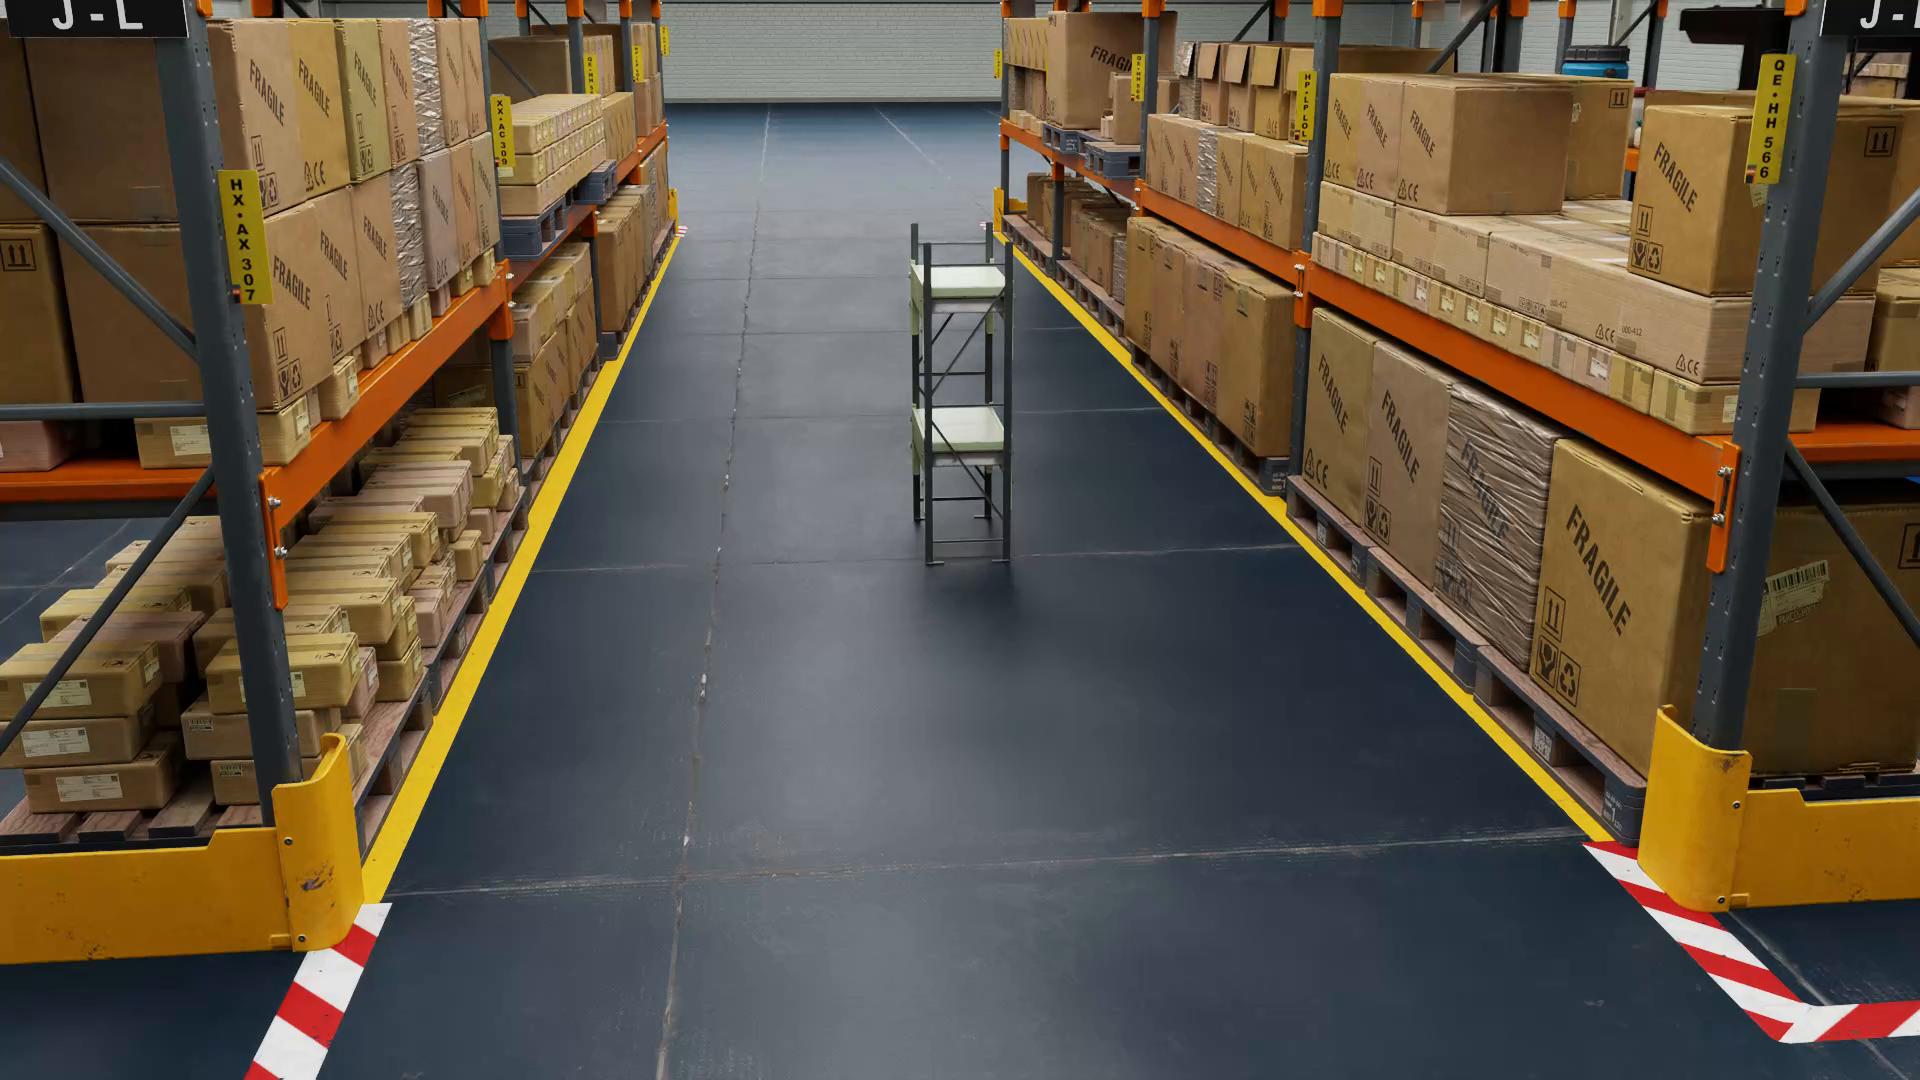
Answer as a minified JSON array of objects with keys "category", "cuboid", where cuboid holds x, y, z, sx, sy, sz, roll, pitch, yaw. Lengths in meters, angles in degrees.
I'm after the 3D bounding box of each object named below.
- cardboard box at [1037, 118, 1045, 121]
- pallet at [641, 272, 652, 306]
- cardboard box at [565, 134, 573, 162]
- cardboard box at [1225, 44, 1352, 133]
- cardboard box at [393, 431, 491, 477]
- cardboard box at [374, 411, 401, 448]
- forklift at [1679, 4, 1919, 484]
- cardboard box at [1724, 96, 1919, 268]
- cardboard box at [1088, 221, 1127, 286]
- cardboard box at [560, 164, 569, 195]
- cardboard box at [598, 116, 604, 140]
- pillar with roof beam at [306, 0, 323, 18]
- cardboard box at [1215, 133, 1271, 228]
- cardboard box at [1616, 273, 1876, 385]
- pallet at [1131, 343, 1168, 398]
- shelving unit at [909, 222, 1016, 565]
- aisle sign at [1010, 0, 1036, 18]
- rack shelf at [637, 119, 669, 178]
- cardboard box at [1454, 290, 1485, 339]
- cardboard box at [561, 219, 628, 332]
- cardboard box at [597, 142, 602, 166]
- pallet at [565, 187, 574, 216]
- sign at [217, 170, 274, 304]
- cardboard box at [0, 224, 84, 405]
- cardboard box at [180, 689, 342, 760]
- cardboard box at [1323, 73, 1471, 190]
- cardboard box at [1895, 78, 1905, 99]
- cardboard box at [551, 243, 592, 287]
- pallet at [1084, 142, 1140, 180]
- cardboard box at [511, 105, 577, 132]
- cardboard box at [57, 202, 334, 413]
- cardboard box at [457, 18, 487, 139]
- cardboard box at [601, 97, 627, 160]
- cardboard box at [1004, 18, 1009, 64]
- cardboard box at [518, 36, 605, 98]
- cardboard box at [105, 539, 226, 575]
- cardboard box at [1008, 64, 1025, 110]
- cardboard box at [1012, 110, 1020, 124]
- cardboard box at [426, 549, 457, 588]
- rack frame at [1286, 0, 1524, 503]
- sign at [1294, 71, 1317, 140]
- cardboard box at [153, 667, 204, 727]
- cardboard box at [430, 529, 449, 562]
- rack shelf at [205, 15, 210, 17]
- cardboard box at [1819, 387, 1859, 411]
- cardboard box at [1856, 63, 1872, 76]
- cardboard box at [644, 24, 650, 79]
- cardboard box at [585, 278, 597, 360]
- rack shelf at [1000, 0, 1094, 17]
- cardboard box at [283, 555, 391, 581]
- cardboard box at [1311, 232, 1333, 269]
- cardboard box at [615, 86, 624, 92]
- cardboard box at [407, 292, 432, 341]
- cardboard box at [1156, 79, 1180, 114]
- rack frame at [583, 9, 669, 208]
[{"category":"cardboard box","cuboid":[1.012,-4.320,17.350,0.380,0.149,0.250,-2,18,-6]},{"category":"pallet","cuboid":[-3.383,-2.330,15.247,1.003,0.211,1.213,-2,18,-6]},{"category":"cardboard box","cuboid":[-2.436,-2.249,9.556,0.380,0.149,0.250,-2,18,-7]},{"category":"cardboard box","cuboid":[2.018,-2.734,10.035,0.797,0.503,0.637,-1,17,-4]},{"category":"cardboard box","cuboid":[-2.318,-0.382,7.451,0.380,0.149,0.250,-2,18,-6]},{"category":"cardboard box","cuboid":[-2.883,-0.520,7.890,0.380,0.149,0.250,-1,17,-3]},{"category":"forklift","cuboid":[4.488,-1.780,8.954,1.130,2.935,3.031,-2,18,-7]},{"category":"cardboard box","cuboid":[2.812,-1.165,5.380,0.500,0.500,0.500,-2,18,-7]},{"category":"cardboard box","cuboid":[1.537,-2.536,14.684,0.700,0.500,0.500,-3,18,-10]},{"category":"cardboard box","cuboid":[-2.403,-2.024,9.336,0.380,0.149,0.250,-3,18,-8]},{"category":"cardboard box","cuboid":[-2.621,-2.786,11.264,0.380,0.149,0.250,-1,17,-5]},{"category":"pillar with roof beam","cuboid":[-13.437,-16.440,45.520,9.100,9.000,0.400,-2,18,-6]},{"category":"cardboard box","cuboid":[1.807,-2.109,9.722,0.500,0.500,0.500,-2,18,-6]},{"category":"cardboard box","cuboid":[2.330,-0.643,4.970,0.500,0.250,0.500,-2,18,-7]},{"category":"pallet","cuboid":[1.825,-1.252,11.812,1.003,0.211,1.213,-2,18,-6]},{"category":"shelving unit","cuboid":[-0.001,-0.718,7.959,0.431,1.500,0.755,-2,18,-6]},{"category":"aisle sign","cuboid":[0.689,-6.453,19.382,0.394,0.787,0.004,-2,18,-6]},{"category":"rack shelf","cuboid":[-3.744,-4.141,17.560,1.077,0.370,4.000,-2,18,-6]},{"category":"cardboard box","cuboid":[2.122,-0.868,6.352,0.380,0.149,0.250,-1,17,-5]},{"category":"cardboard box","cuboid":[-3.098,-2.008,12.619,1.050,0.750,0.750,-2,18,-6]},{"category":"cardboard box","cuboid":[-2.593,-2.570,11.074,0.380,0.149,0.250,-2,18,-6]},{"category":"pallet","cuboid":[-2.880,-2.016,9.912,1.003,0.211,1.213,-2,18,-6]},{"category":"sign","cuboid":[-1.760,-0.743,4.090,0.100,0.325,0.005,-2,18,-6]},{"category":"cardboard box","cuboid":[-2.602,-0.628,4.508,0.500,0.500,0.500,-1,17,-5]},{"category":"cardboard box","cuboid":[-2.098,0.541,5.008,0.380,0.149,0.250,-1,17,-3]},{"category":"cardboard box","cuboid":[2.027,-1.905,7.740,0.500,0.500,0.500,-2,18,-6]},{"category":"cardboard box","cuboid":[11.046,-4.955,18.785,0.700,0.500,0.500,-1,17,-4]},{"category":"cardboard box","cuboid":[-2.794,-1.866,11.334,0.500,0.250,0.500,-2,18,-7]},{"category":"pallet","cuboid":[1.640,-2.937,12.845,1.213,0.211,1.003,-2,18,-6]},{"category":"cardboard box","cuboid":[-2.461,-2.466,9.749,0.380,0.149,0.250,-1,17,-4]},{"category":"cardboard box","cuboid":[-2.071,-0.645,4.560,0.500,0.500,0.500,-1,17,-3]},{"category":"cardboard box","cuboid":[-2.395,-2.040,7.333,0.500,0.500,0.500,-2,18,-8]},{"category":"cardboard box","cuboid":[-3.113,-3.488,14.111,0.500,0.500,0.500,-2,17,-5]},{"category":"cardboard box","cuboid":[0.780,-5.697,18.984,0.500,0.500,0.500,-2,18,-6]},{"category":"cardboard box","cuboid":[-3.374,-3.961,13.951,0.700,0.500,0.500,-2,18,-5]},{"category":"cardboard box","cuboid":[-2.775,0.106,5.897,0.380,0.149,0.250,-1,17,-4]},{"category":"cardboard box","cuboid":[1.023,-5.228,19.158,0.875,0.500,0.500,-2,18,-6]},{"category":"cardboard box","cuboid":[0.804,-4.841,19.008,0.380,0.149,0.250,-2,18,-6]},{"category":"cardboard box","cuboid":[-2.266,0.150,6.751,0.380,0.149,0.250,-1,17,-5]},{"category":"rack frame","cuboid":[2.232,-1.628,8.354,1.000,3.000,0.127,-2,18,-6]},{"category":"sign","cuboid":[1.693,-2.123,8.130,0.100,0.325,0.005,-2,18,-6]},{"category":"cardboard box","cuboid":[-2.611,0.477,5.212,0.380,0.149,0.250,-2,18,-7]},{"category":"cardboard box","cuboid":[-2.297,-0.010,6.762,0.380,0.149,0.250,-3,18,-8]},{"category":"rack shelf","cuboid":[-8.657,-5.389,16.527,1.077,0.370,4.000,-2,18,-6]},{"category":"cardboard box","cuboid":[2.908,-0.509,5.209,0.380,0.149,0.250,-2,18,-6]},{"category":"cardboard box","cuboid":[10.752,-5.513,19.481,0.380,0.149,0.250,-2,18,-6]},{"category":"cardboard box","cuboid":[-3.695,-5.069,17.262,0.875,0.550,0.500,-2,18,-6]},{"category":"cardboard box","cuboid":[-2.797,-1.516,11.471,0.500,0.500,0.500,-2,18,-6]},{"category":"rack shelf","cuboid":[1.200,-5.695,17.503,1.077,0.370,4.000,-2,18,-6]},{"category":"cardboard box","cuboid":[-2.170,0.168,5.700,0.380,0.149,0.250,-3,18,-8]},{"category":"cardboard box","cuboid":[1.931,-1.410,8.078,0.380,0.149,0.250,-2,18,-6]},{"category":"cardboard box","cuboid":[-3.587,-4.069,15.880,0.875,0.550,0.550,-2,18,-6]},{"category":"cardboard box","cuboid":[-2.217,-0.843,6.275,0.380,0.149,0.250,-1,17,-5]},{"category":"cardboard box","cuboid":[1.724,-3.227,12.581,0.500,0.500,0.500,-4,18,-12]},{"category":"rack frame","cuboid":[-3.950,-5.080,19.350,1.000,3.000,0.127,-2,18,-6]}]
